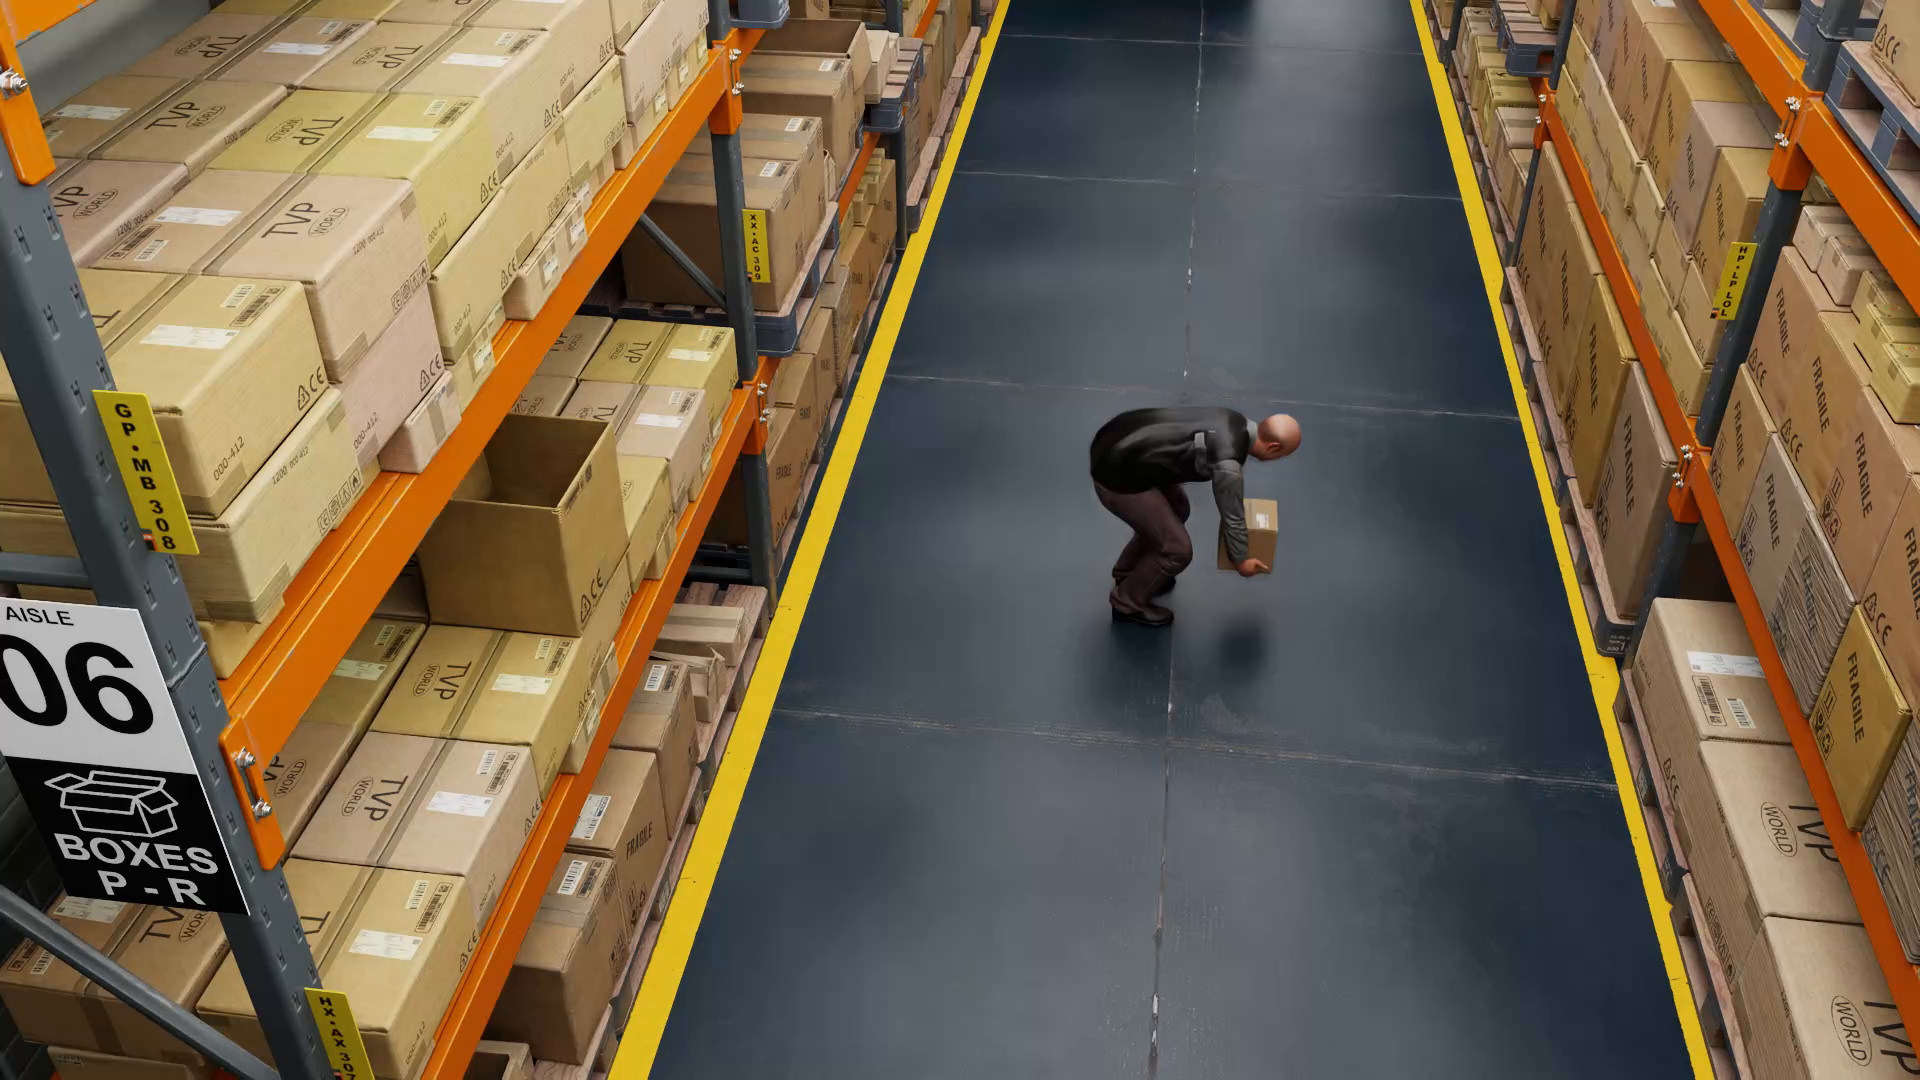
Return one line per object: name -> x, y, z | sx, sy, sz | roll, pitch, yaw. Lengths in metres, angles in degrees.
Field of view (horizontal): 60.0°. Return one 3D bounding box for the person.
person -> 1.070, -0.134, 7.784 | 0.948, 1.093, 0.499 | 3, 36, 4
